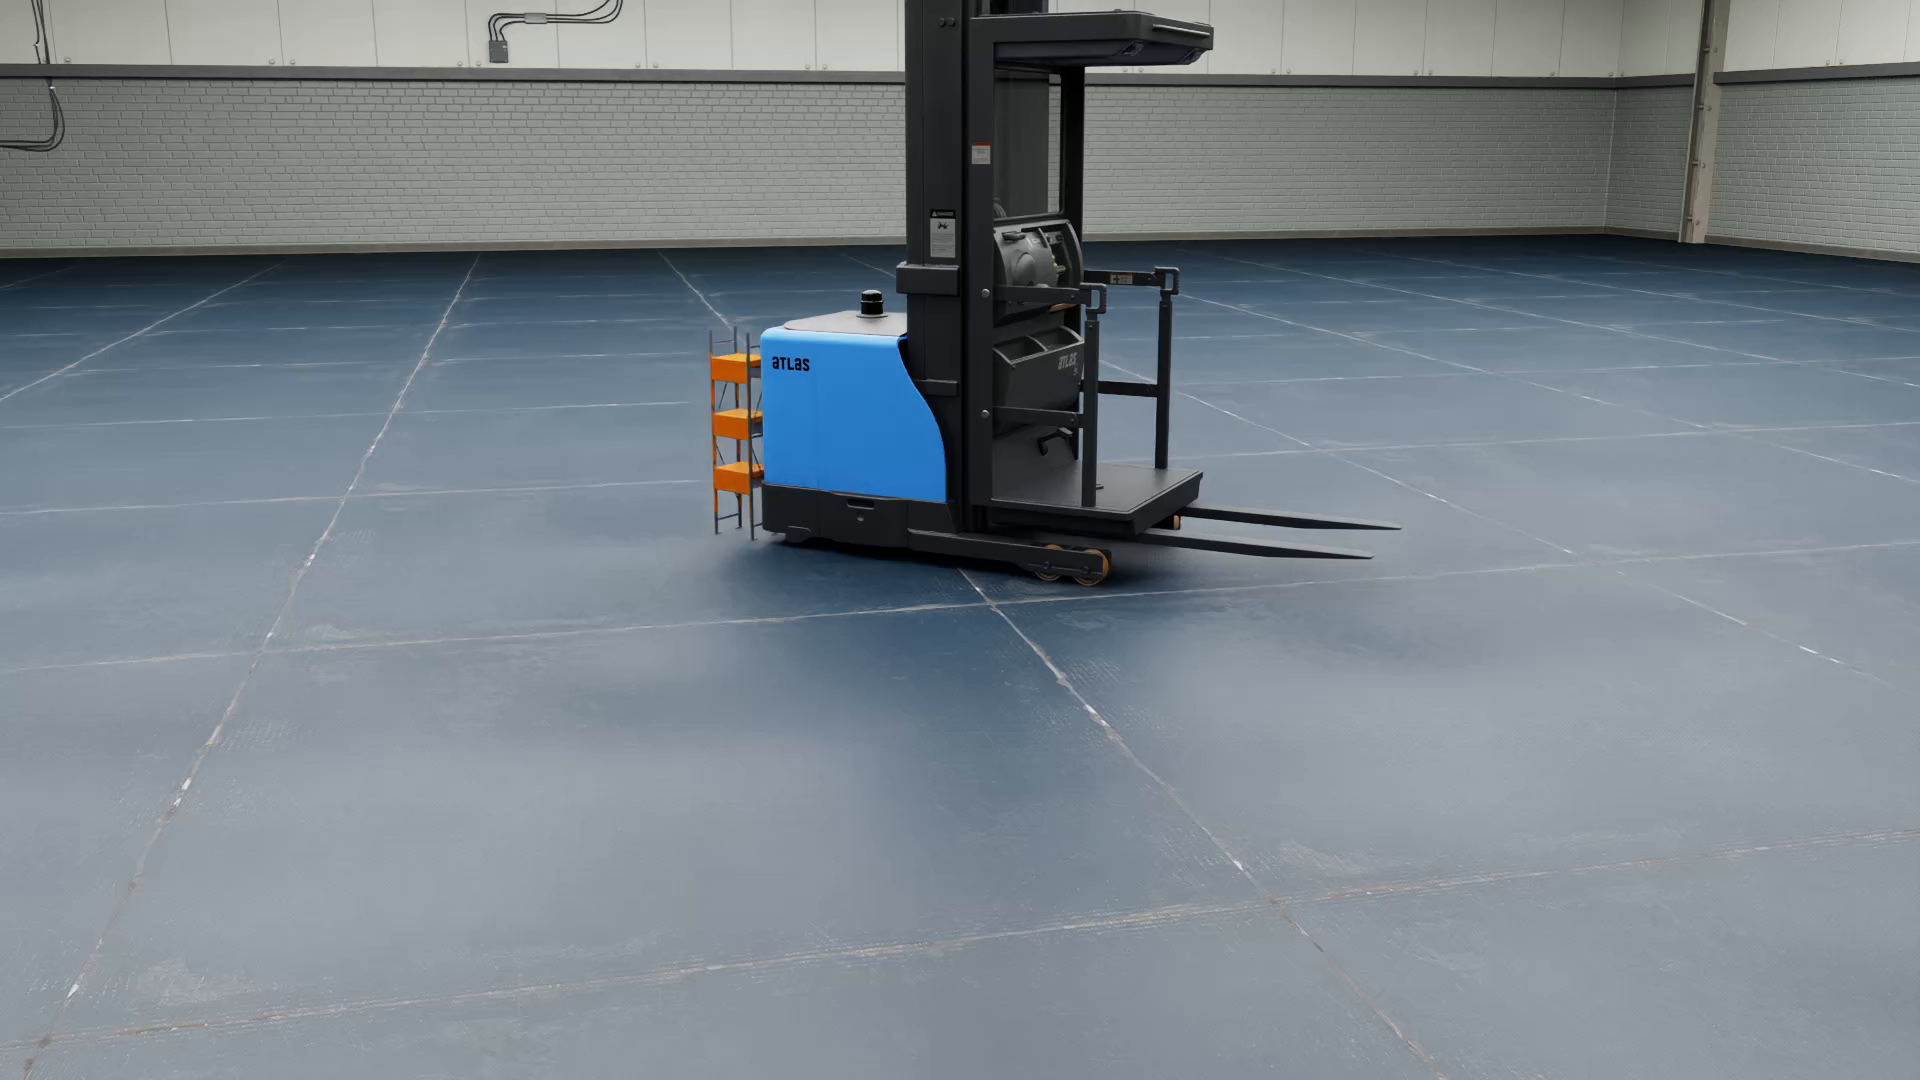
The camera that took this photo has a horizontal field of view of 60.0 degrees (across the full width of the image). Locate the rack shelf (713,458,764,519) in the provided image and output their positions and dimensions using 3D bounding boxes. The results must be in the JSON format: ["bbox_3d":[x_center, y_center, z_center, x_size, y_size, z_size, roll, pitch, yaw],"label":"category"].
[{"bbox_3d":[-1.098,-0.261,8.494,0.240,0.259,0.215,10,17,33],"label":"rack shelf"}]

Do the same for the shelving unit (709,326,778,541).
[{"bbox_3d":[-1.095,-0.541,8.424,0.252,1.050,0.215,10,17,33],"label":"shelving unit"}]

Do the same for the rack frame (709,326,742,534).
[{"bbox_3d":[-1.196,-0.558,8.490,0.008,1.050,0.200,10,17,33],"label":"rack frame"}]

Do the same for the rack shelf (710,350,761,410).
[{"bbox_3d":[-1.093,-0.806,8.358,0.240,0.259,0.215,10,17,33],"label":"rack shelf"}]

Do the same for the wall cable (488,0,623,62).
[{"bbox_3d":[-6.939,-11.180,28.062,2.305,6.003,0.169,-3,14,-13],"label":"wall cable"}]

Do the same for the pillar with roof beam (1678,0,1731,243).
[{"bbox_3d":[9.671,-9.765,29.436,9.100,9.000,0.400,-3,14,-13],"label":"pillar with roof beam"}]

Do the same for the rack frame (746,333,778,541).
[{"bbox_3d":[-0.994,-0.524,8.358,0.008,1.050,0.200,10,17,33],"label":"rack frame"}]

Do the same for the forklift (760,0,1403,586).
[{"bbox_3d":[0.561,-1.359,7.814,3.031,2.935,1.130,7,15,25],"label":"forklift"}]

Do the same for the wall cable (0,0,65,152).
[{"bbox_3d":[-16.170,-7.494,26.683,3.097,2.526,0.112,-3,14,-13],"label":"wall cable"}]

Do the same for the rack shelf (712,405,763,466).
[{"bbox_3d":[-1.095,-0.531,8.427,0.240,0.259,0.215,10,17,33],"label":"rack shelf"}]
